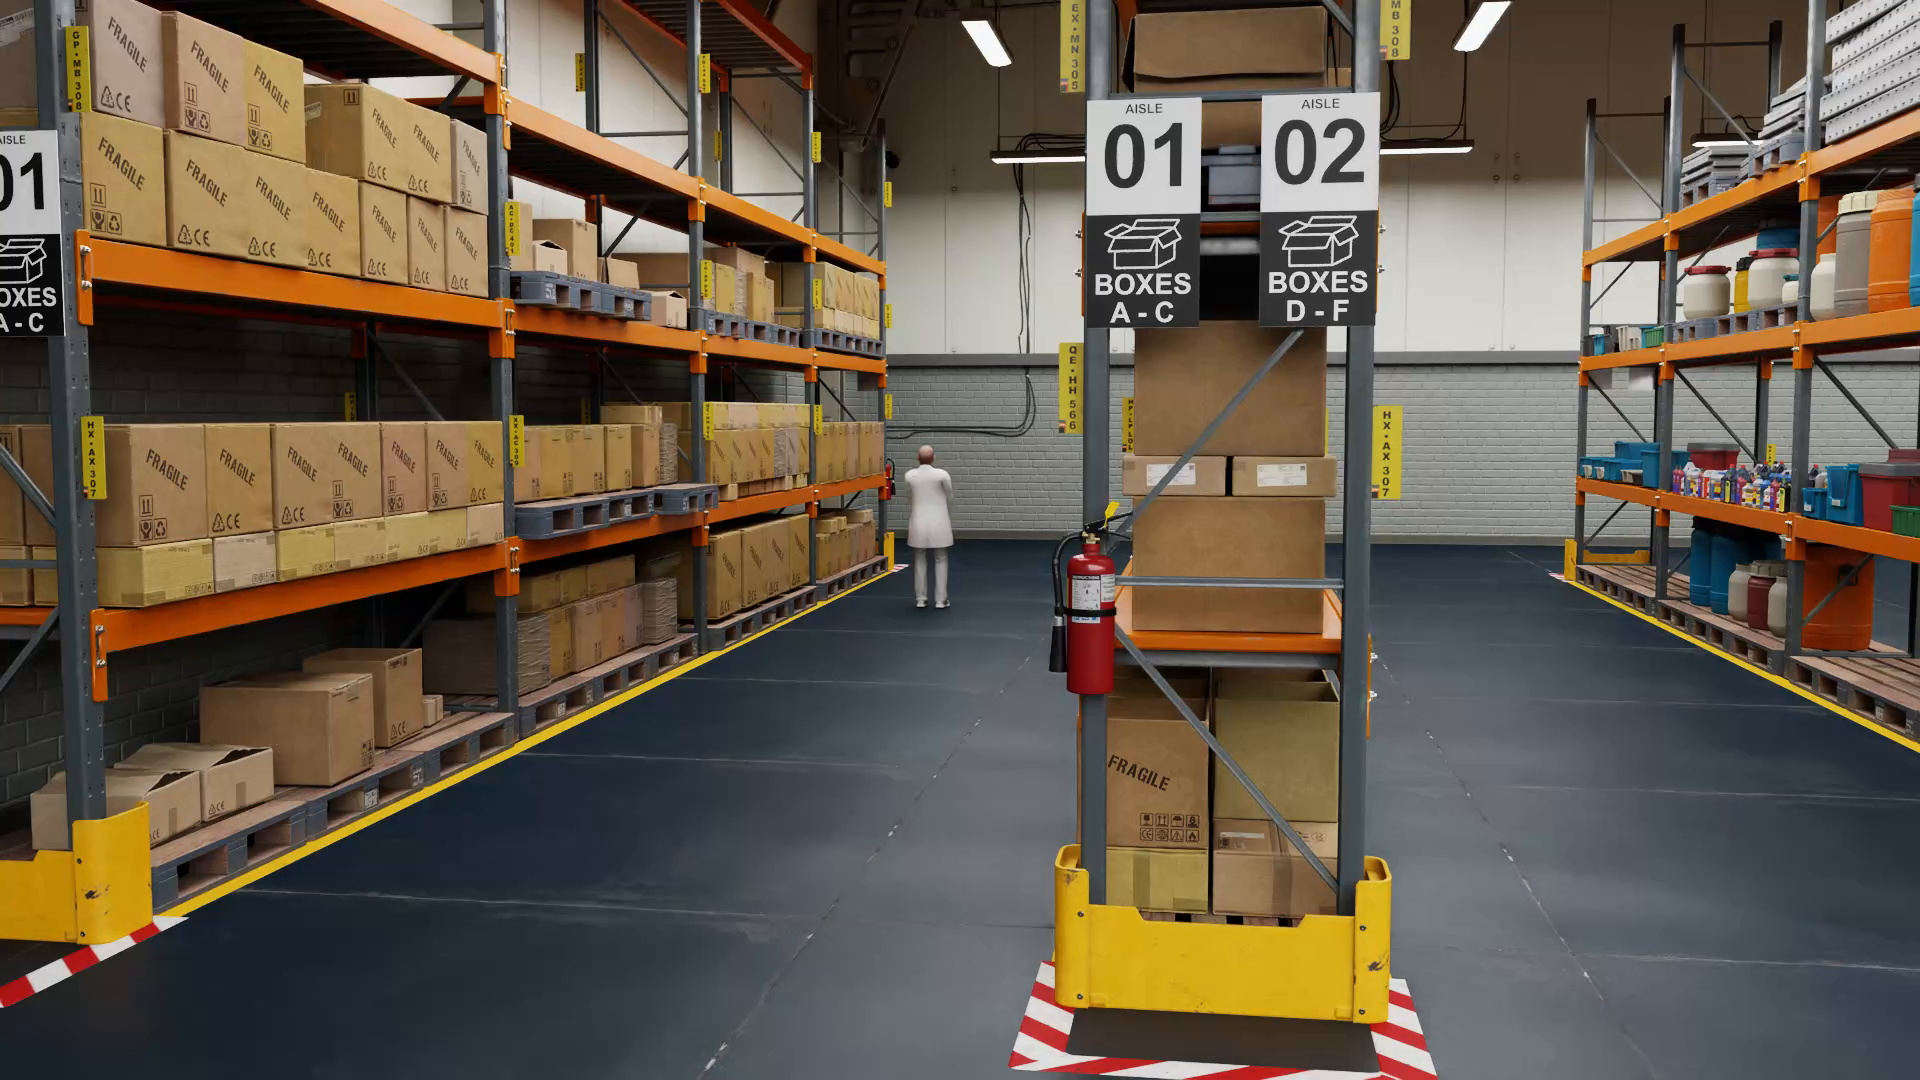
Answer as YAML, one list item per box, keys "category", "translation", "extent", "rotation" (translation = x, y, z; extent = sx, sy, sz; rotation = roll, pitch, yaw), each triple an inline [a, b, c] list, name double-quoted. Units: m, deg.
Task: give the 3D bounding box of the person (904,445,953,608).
- category: "person"
  translation: [-0.321, -0.156, 18.167]
  extent: [0.530, 1.769, 0.563]
  rotation: [1, 4, 9]
